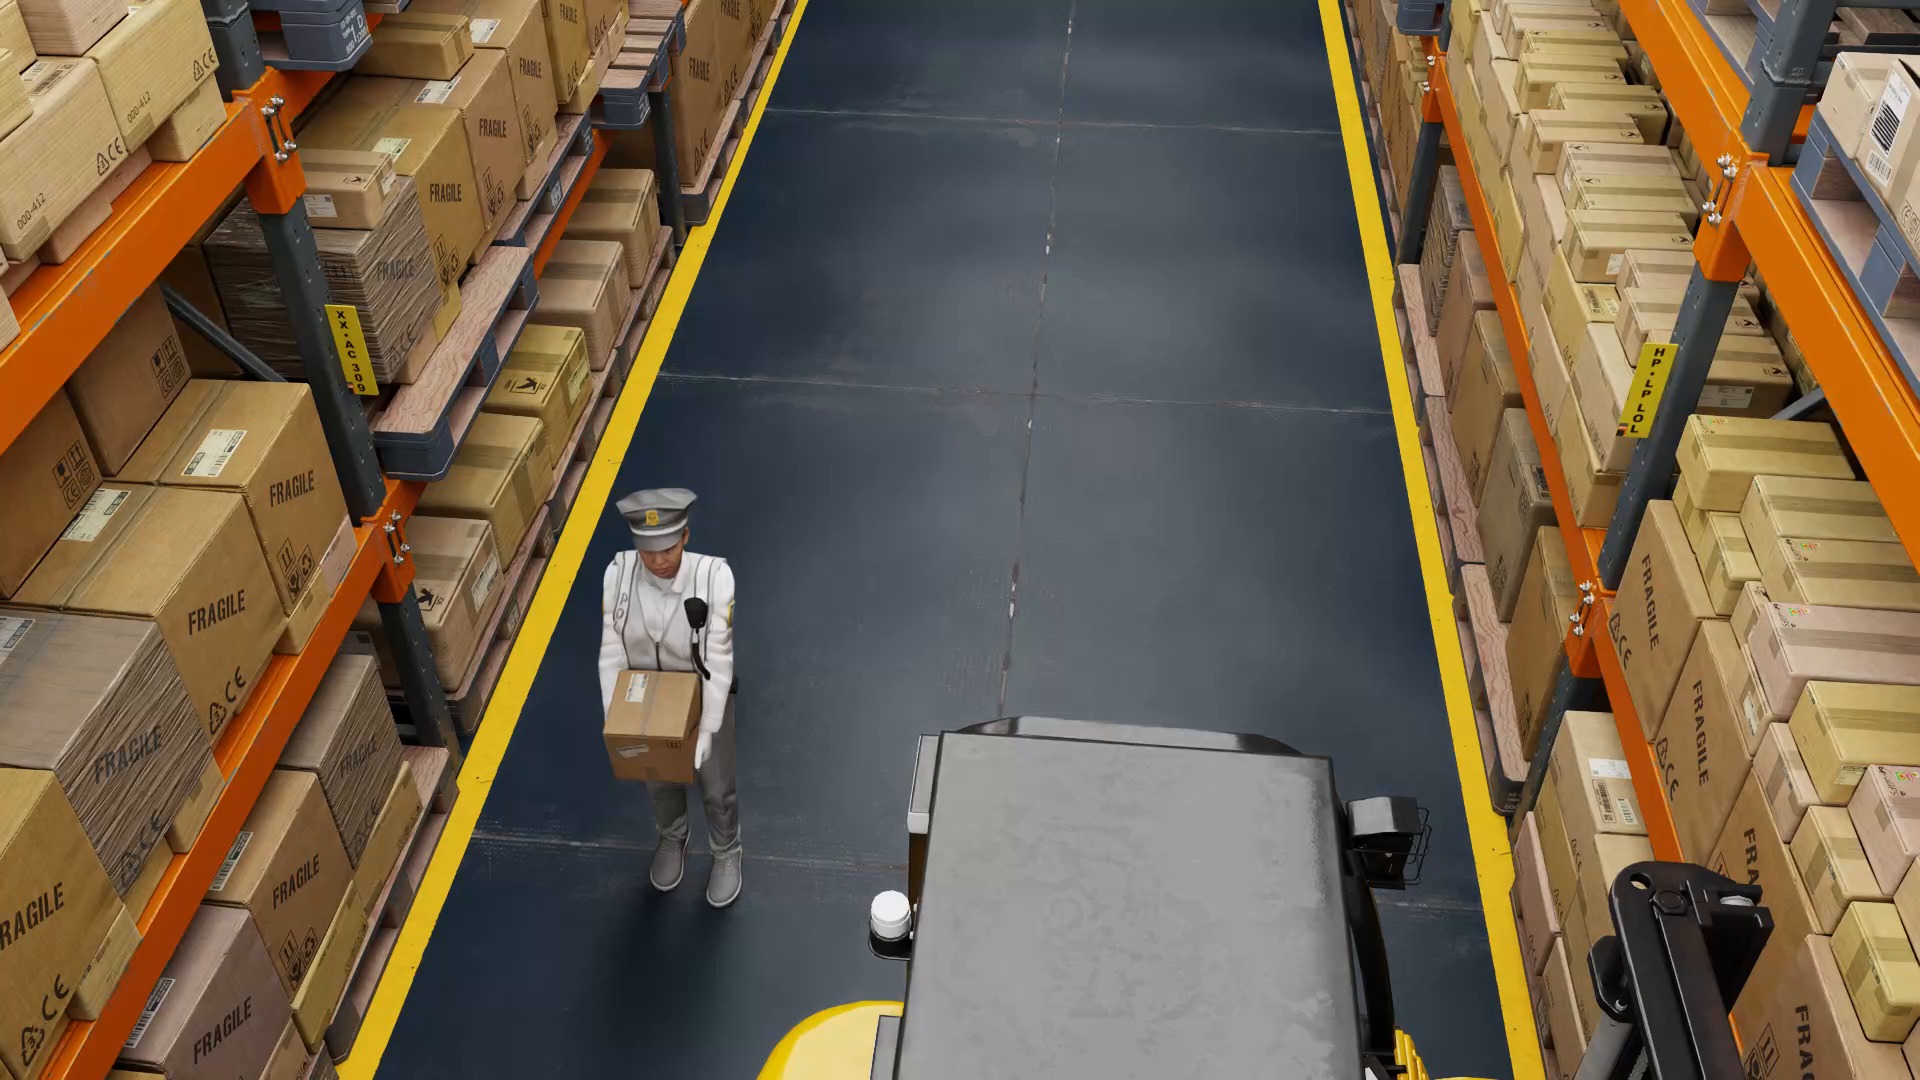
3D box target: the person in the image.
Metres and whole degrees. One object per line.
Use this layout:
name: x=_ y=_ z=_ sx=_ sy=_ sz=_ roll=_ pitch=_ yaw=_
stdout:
person: x=-0.937 y=0.574 z=5.464 sx=0.435 sy=1.691 sz=0.526 roll=3 pitch=40 yaw=3
